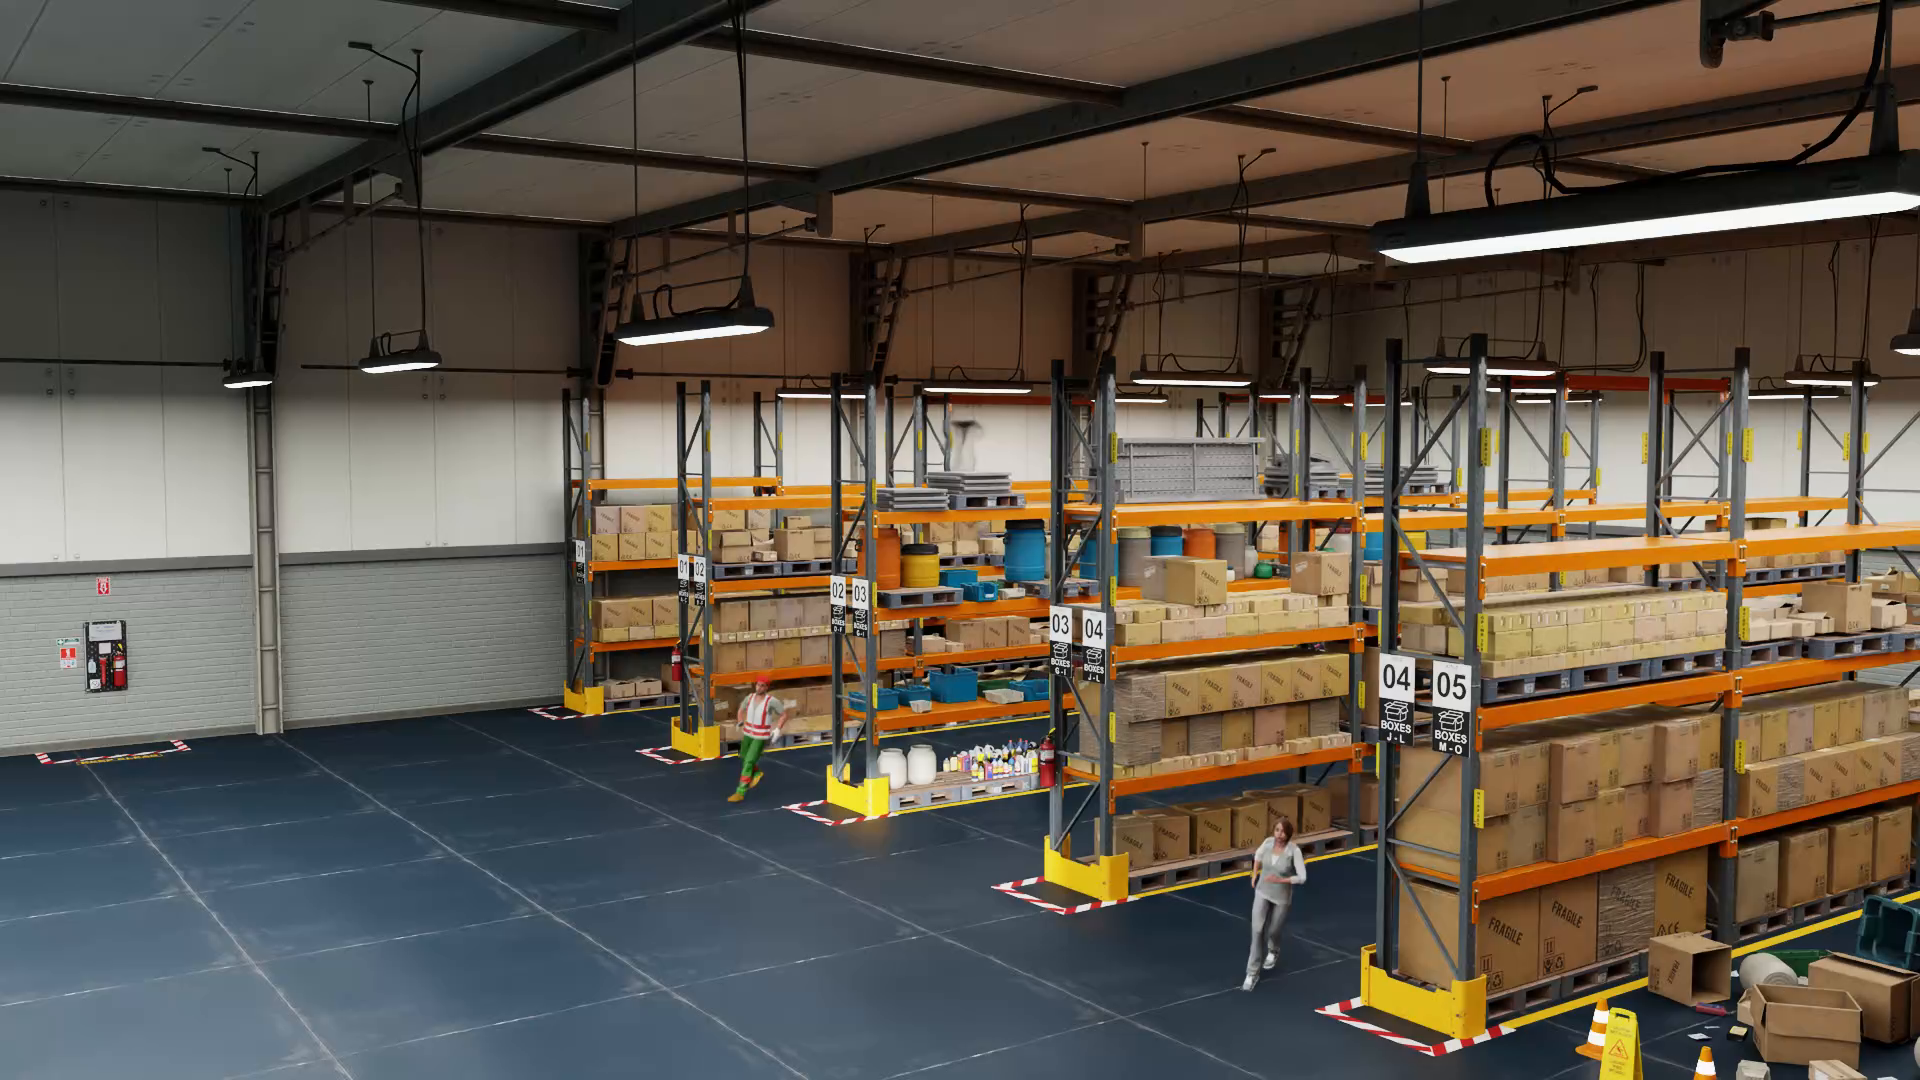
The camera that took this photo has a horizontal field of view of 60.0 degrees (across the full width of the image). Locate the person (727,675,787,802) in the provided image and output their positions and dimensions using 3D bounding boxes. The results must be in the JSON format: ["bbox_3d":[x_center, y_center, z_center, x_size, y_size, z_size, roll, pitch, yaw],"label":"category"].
[{"bbox_3d":[-2.856,2.772,23.460,0.717,1.744,0.956,2,4,25],"label":"person"}]

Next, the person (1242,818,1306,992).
[{"bbox_3d":[2.979,3.380,15.617,0.495,1.611,0.802,2,4,26],"label":"person"}]
